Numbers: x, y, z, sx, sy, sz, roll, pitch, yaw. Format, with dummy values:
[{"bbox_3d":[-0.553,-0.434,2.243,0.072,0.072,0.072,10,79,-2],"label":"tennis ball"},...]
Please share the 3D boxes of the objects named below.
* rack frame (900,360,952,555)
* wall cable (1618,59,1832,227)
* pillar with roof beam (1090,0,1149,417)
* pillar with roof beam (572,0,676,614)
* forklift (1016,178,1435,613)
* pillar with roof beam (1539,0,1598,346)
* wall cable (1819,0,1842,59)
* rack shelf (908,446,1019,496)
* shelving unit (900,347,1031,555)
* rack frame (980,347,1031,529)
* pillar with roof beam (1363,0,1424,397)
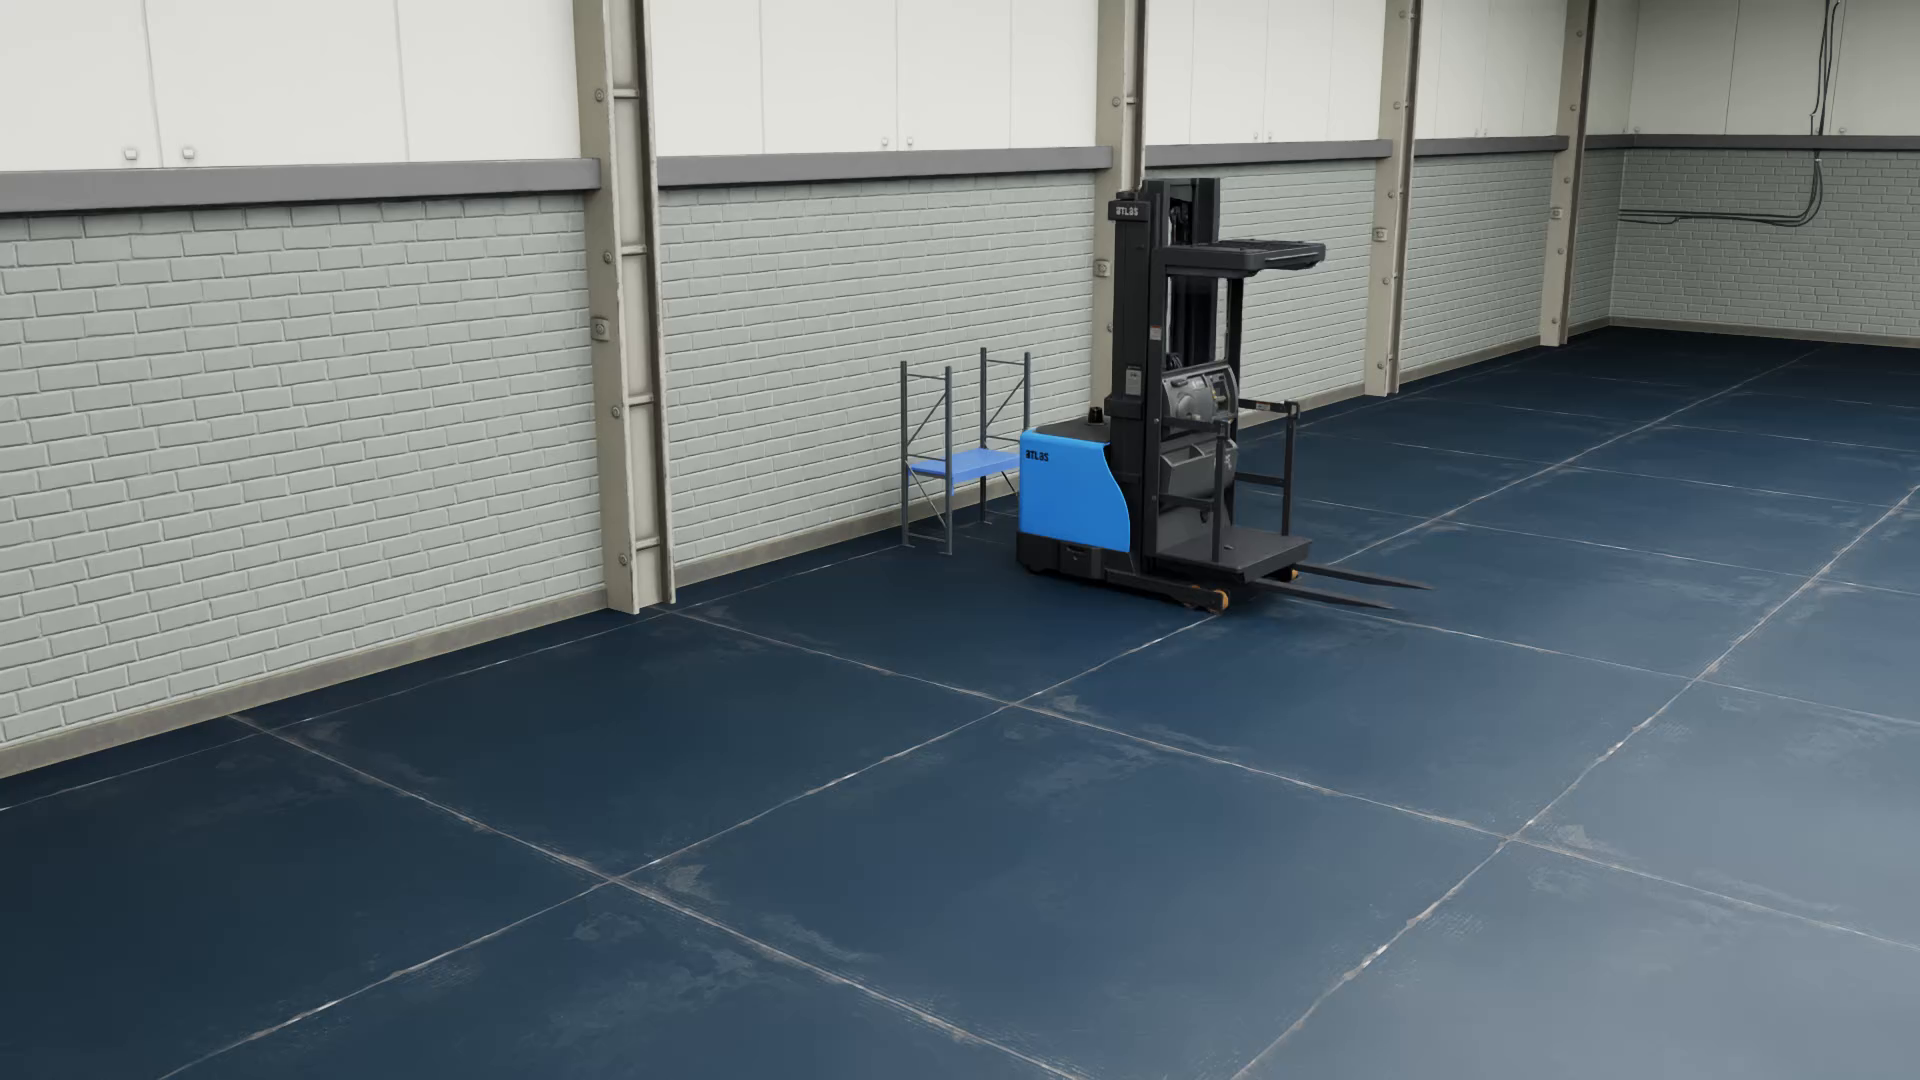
[{"bbox_3d":[-0.266,-0.646,13.119,0.500,1.500,0.032,11,18,38],"label":"rack frame"},{"bbox_3d":[11.924,-6.206,26.083,3.097,2.526,0.112,11,18,38],"label":"wall cable"},{"bbox_3d":[4.851,-4.387,12.616,9.100,9.000,0.400,11,18,38],"label":"pillar with roof beam"},{"bbox_3d":[1.080,-3.238,8.093,9.100,9.000,0.400,11,18,38],"label":"pillar with roof beam"},{"bbox_3d":[1.891,-1.054,11.820,3.031,2.935,1.130,11,18,38],"label":"forklift"},{"bbox_3d":[12.393,-6.685,21.662,9.100,9.000,0.400,11,18,38],"label":"pillar with roof beam"},{"bbox_3d":[14.029,-8.235,23.813,3.097,2.526,0.112,11,18,38],"label":"wall cable"},{"bbox_3d":[0.054,-0.569,13.547,0.538,0.185,1.000,11,18,38],"label":"rack shelf"},{"bbox_3d":[0.054,-0.743,13.503,0.538,1.500,1.048,11,18,38],"label":"shelving unit"},{"bbox_3d":[0.373,-0.841,13.886,0.500,1.500,0.032,11,18,38],"label":"rack frame"},{"bbox_3d":[8.622,-5.536,17.139,9.100,9.000,0.400,11,18,38],"label":"pillar with roof beam"}]
